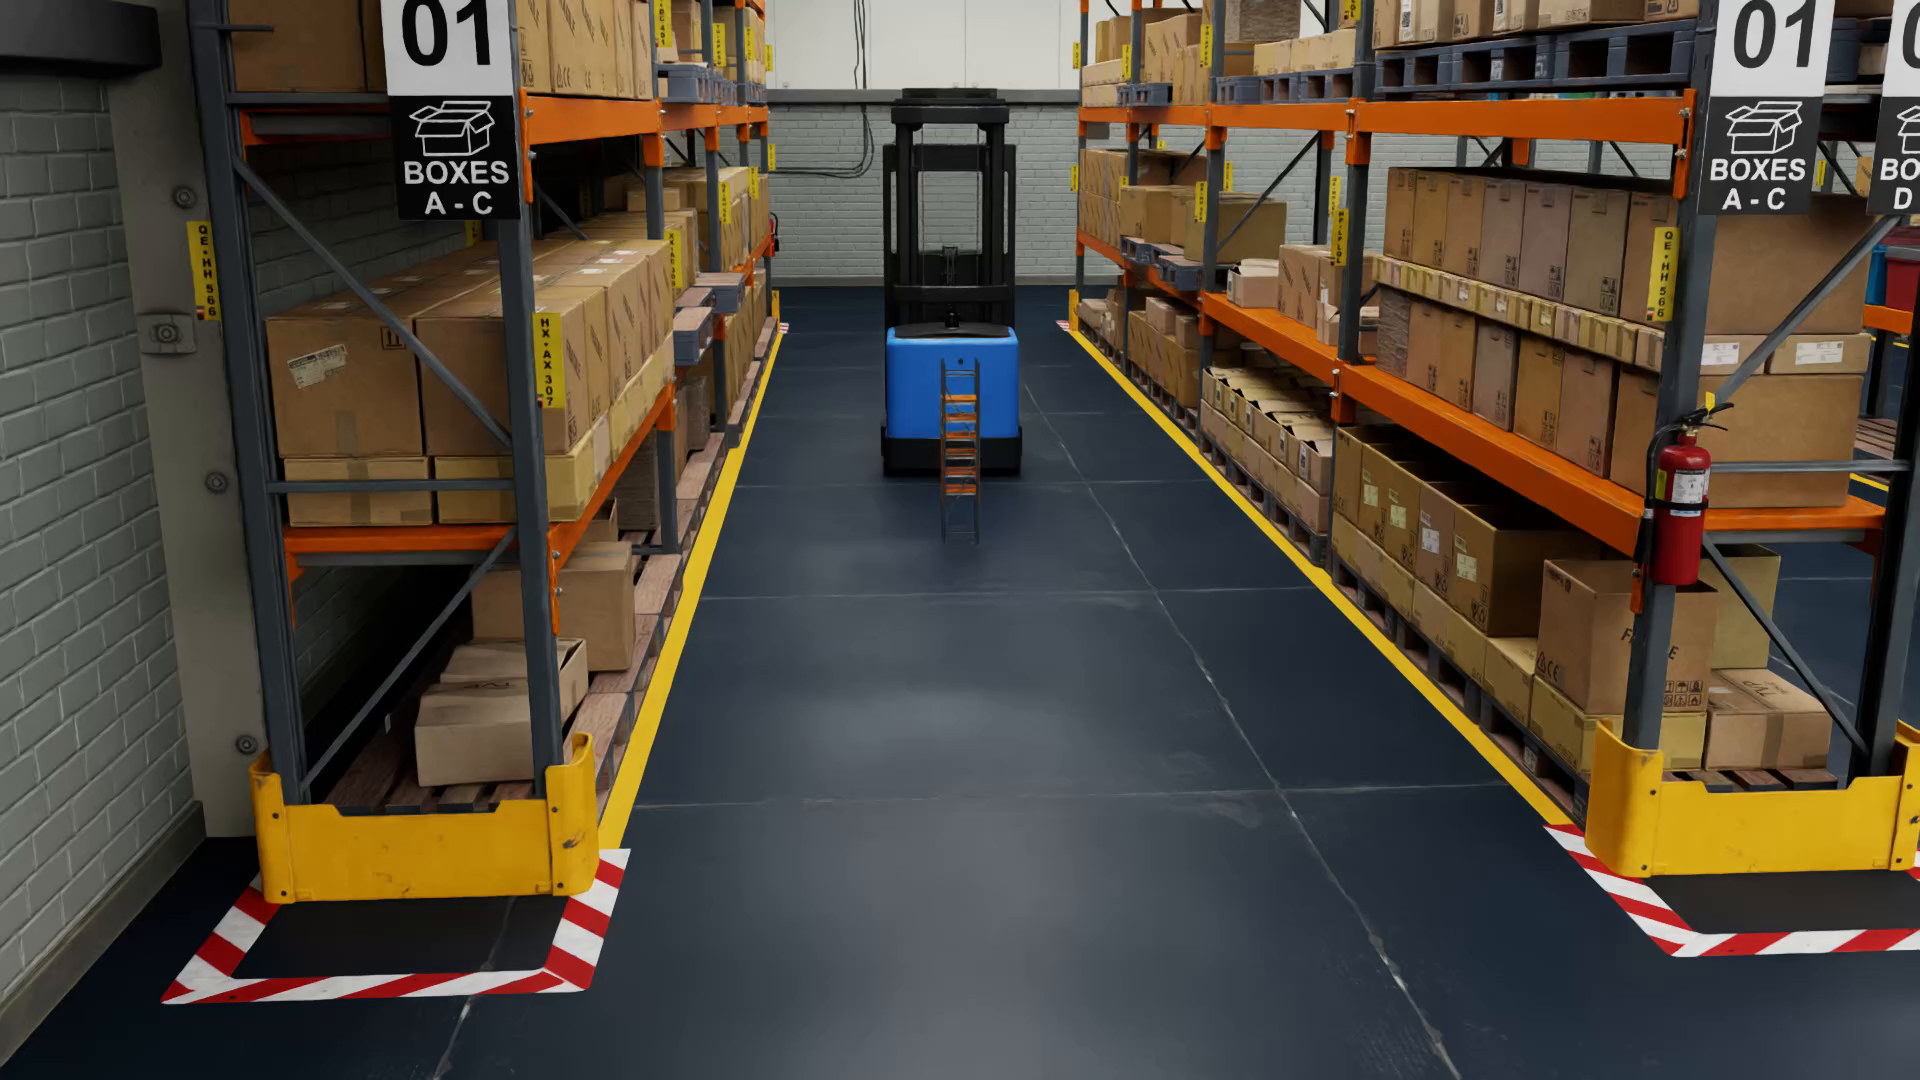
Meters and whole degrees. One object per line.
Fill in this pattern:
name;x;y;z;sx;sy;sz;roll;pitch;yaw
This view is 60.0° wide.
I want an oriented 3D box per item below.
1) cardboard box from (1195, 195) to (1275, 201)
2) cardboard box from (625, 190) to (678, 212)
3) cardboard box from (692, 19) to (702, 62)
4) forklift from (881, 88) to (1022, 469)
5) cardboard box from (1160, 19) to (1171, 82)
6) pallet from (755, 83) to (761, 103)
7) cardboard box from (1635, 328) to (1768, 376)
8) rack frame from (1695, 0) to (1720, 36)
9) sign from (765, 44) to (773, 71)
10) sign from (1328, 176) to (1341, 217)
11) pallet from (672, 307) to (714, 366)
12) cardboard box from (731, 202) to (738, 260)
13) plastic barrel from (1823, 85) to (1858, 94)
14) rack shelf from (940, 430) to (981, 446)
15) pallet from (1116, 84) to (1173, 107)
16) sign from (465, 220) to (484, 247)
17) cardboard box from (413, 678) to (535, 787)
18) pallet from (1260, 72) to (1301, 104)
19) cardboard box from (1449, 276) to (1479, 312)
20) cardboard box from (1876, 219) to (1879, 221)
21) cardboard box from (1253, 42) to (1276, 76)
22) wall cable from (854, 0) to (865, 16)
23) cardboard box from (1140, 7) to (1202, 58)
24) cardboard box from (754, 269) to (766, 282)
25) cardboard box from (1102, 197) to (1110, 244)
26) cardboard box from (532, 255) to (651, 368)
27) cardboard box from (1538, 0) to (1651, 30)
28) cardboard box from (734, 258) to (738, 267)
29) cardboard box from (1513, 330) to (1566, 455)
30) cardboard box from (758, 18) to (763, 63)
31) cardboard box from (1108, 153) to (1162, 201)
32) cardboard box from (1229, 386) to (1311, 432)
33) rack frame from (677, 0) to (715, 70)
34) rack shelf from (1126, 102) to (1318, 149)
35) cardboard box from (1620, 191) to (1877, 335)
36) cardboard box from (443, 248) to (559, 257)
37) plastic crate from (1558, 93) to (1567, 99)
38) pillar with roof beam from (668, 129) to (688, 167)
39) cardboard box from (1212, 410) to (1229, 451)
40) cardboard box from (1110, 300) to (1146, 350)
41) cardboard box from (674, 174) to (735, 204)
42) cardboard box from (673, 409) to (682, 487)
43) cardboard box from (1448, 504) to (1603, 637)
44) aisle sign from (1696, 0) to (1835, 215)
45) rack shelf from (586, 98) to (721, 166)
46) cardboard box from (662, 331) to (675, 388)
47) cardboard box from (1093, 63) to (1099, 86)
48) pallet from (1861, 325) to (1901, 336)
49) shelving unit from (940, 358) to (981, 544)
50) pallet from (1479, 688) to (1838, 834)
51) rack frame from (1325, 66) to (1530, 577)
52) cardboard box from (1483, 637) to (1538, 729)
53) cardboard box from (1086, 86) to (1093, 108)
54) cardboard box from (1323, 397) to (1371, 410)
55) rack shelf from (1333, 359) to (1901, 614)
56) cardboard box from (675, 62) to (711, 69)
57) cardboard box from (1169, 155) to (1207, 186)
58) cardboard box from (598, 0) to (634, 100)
cardboard box;2.494;-2.885;15.175;0.700;0.500;0.500;2;15;7
cardboard box;-2.347;-2.581;12.652;0.380;0.149;0.250;-3;15;-13
cardboard box;-2.627;-4.273;14.510;0.700;0.500;0.500;0;14;-1
forklift;-0.095;-2.282;14.012;1.130;2.935;3.031;0;14;-2
cardboard box;2.285;-4.703;16.022;0.600;0.600;0.600;-1;14;-4
pallet;-2.793;-5.081;18.913;1.003;0.211;1.213;-1;14;-3
cardboard box;2.793;-0.713;6.274;0.380;0.149;0.250;-1;14;-4
rack frame;3.007;-3.163;5.262;1.000;3.000;0.127;-1;14;-3
sign;-2.386;-6.008;20.719;0.100;0.325;0.005;-1;14;-3
sign;3.065;-2.818;13.635;0.100;0.325;0.005;-1;14;-3
pallet;-2.087;-1.275;10.347;1.003;0.211;1.213;-1;14;-3
cardboard box;-2.260;-2.751;14.861;0.500;0.500;0.500;-1;14;-4
plastic barrel;7.169;-3.748;13.330;0.421;0.512;0.421;0;14;0
rack shelf;0.001;-0.651;10.844;0.258;0.103;0.180;-1;14;-3
pallet;2.234;-4.441;16.624;1.213;0.211;1.003;-1;14;-3
sign;-2.739;-1.727;9.394;0.100;0.325;0.005;-1;14;-3
cardboard box;-1.890;0.735;6.663;0.500;0.311;0.500;-3;15;-10
pallet;2.715;-3.163;11.661;1.003;0.211;1.213;0;14;-1
cardboard box;2.666;-1.225;8.266;0.380;0.149;0.250;-1;14;-5
cardboard box;11.661;-3.919;20.741;0.380;0.149;0.250;-1;14;-5
cardboard box;2.596;-3.719;12.900;0.500;0.250;0.500;-2;15;-8
wall cable;-0.222;-9.461;25.835;3.097;2.526;0.112;-1;14;-3
cardboard box;2.195;-5.348;17.566;0.700;0.500;0.500;-1;14;-3
cardboard box;-2.595;-3.265;20.569;0.380;0.149;0.250;-1;14;-4
cardboard box;1.909;-3.667;19.059;0.500;0.500;0.500;-1;14;-2
cardboard box;-1.790;-1.113;8.090;0.500;0.500;0.500;-1;14;-5
cardboard box;2.672;-2.192;6.682;0.500;0.250;0.500;-1;14;-3
cardboard box;-2.343;-2.719;16.039;0.380;0.149;0.250;-1;14;-3
cardboard box;2.928;-0.677;7.437;0.700;0.500;0.500;-1;14;-3
cardboard box;-2.591;-5.852;19.486;0.500;0.500;0.500;0;14;-2
cardboard box;1.939;-4.024;18.440;0.500;0.500;0.500;-1;14;-5
cardboard box;2.321;-0.999;12.439;0.500;0.311;0.500;-1;14;-5
rack frame;-2.433;-5.076;12.694;1.000;3.000;0.127;-1;14;-3
rack shelf;2.387;-3.849;15.391;1.077;0.370;4.000;-1;14;-3
cardboard box;2.987;-1.064;6.339;0.700;0.500;0.500;-1;14;-3
cardboard box;-2.336;-1.227;8.531;0.500;0.500;0.500;-1;14;-4
plastic crate;6.832;-4.911;18.410;0.416;0.233;0.300;-1;14;-3
pillar with roof beam;0.338;-7.790;23.243;9.100;9.000;0.400;-1;14;-3
cardboard box;2.283;-0.860;13.023;0.500;0.250;0.500;-1;14;-5
cardboard box;1.945;-2.382;18.399;0.500;0.500;0.500;-1;14;-3
cardboard box;-2.272;-3.110;14.753;0.500;0.250;0.500;-1;14;-3
cardboard box;-2.320;-0.616;11.534;0.700;0.500;0.500;-1;14;-3
cardboard box;2.600;0.130;7.673;0.500;0.500;0.500;-1;14;-3
aisle sign;2.718;-1.496;5.605;0.394;0.787;0.004;-1;14;-3
rack shelf;-2.309;-2.777;11.224;1.077;0.370;4.000;-1;14;-3
cardboard box;-1.853;-0.999;9.152;0.500;0.250;0.500;-1;14;-3
cardboard box;1.849;-5.479;19.579;0.500;0.250;0.500;-1;14;-3
pallet;12.031;-2.841;21.645;1.003;0.211;1.213;-1;14;-3
shelving unit;0.001;-0.577;10.863;0.258;1.200;0.189;-1;14;-3
pallet;2.918;0.903;7.094;1.003;0.211;1.213;-1;14;-3
rack frame;2.759;-1.253;9.876;1.000;3.000;0.127;-1;14;-3
cardboard box;2.636;0.617;7.283;0.500;0.250;0.500;-1;14;-3
cardboard box;1.812;-5.361;20.124;0.500;0.250;0.500;-1;14;-3
cardboard box;2.886;-0.885;11.997;0.500;0.311;0.500;0;14;-2
rack shelf;2.883;-0.407;8.032;1.077;0.370;4.000;-1;14;-3
cardboard box;-2.119;-3.415;12.397;0.500;0.311;0.500;-1;14;-3
cardboard box;2.515;-3.897;17.944;0.500;0.500;0.500;-1;14;-2
cardboard box;-1.888;-2.439;8.224;0.500;0.500;0.500;-2;15;-8
